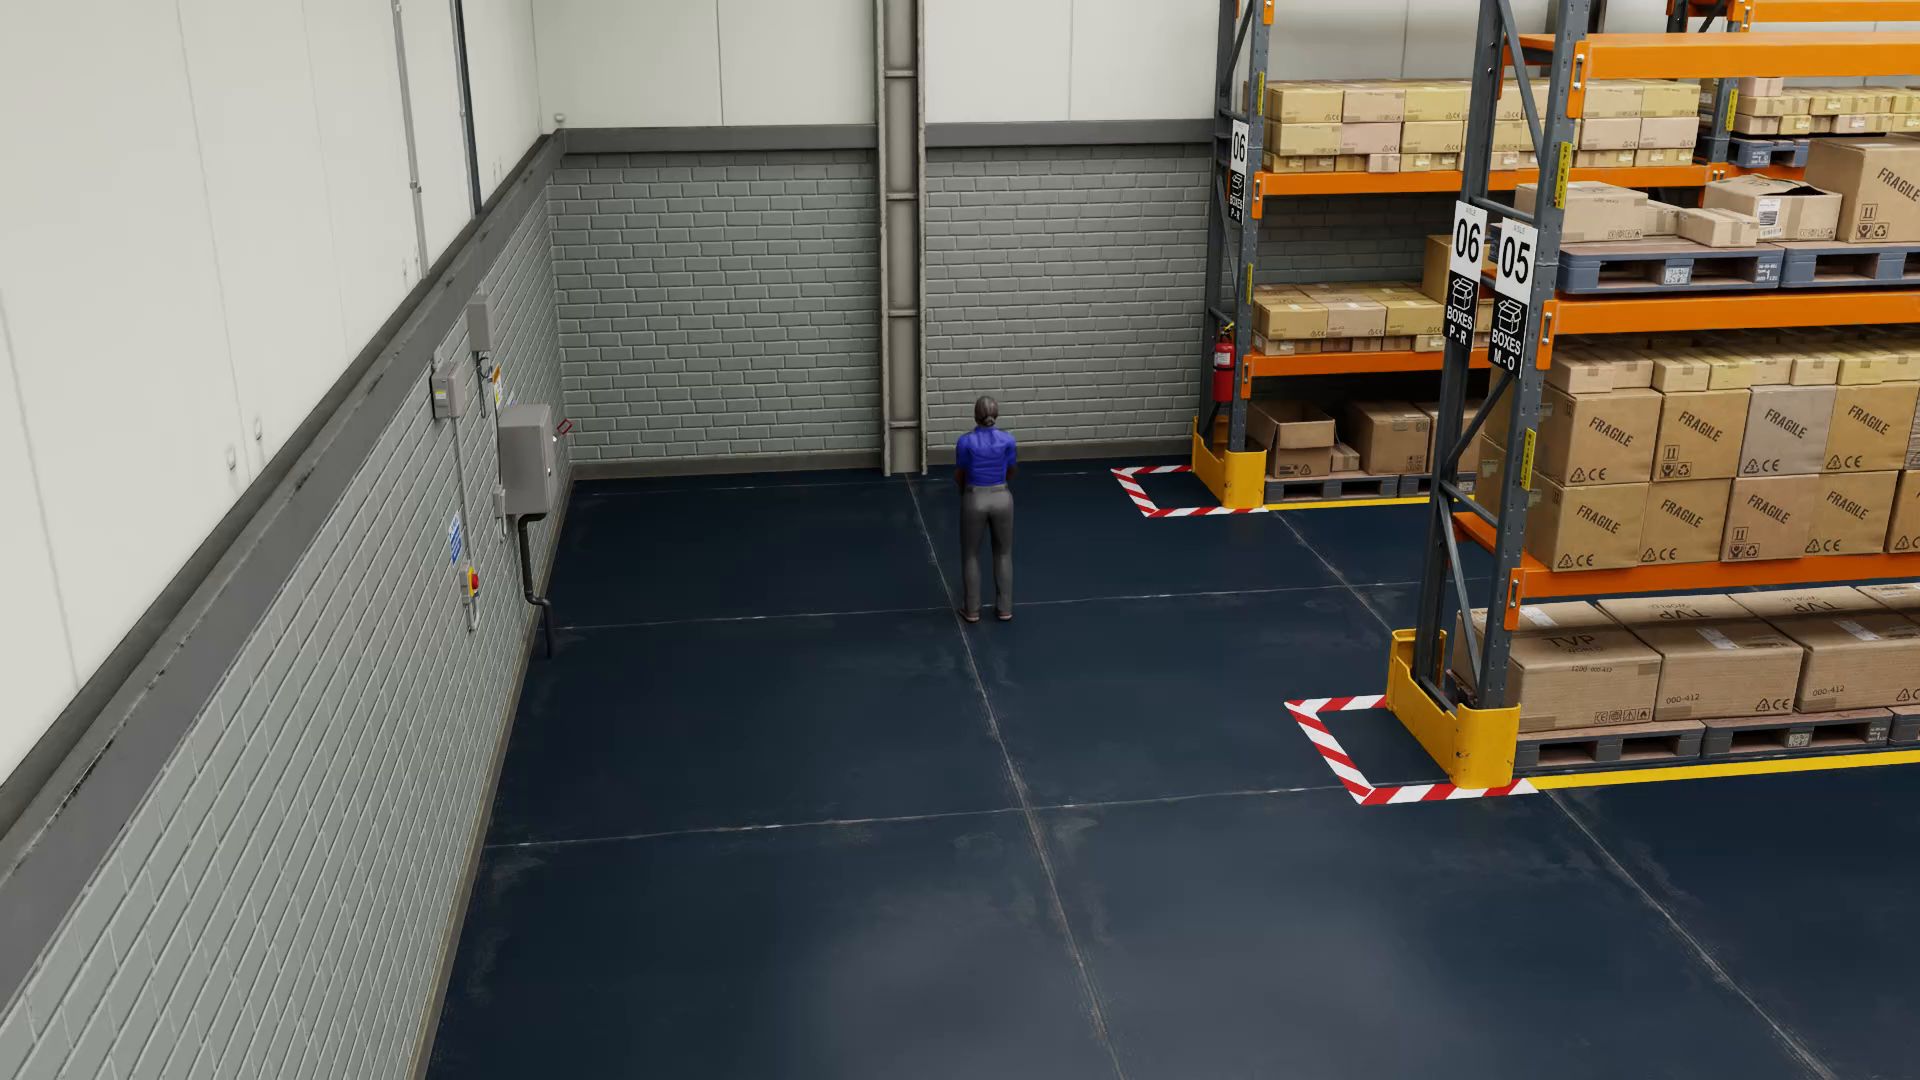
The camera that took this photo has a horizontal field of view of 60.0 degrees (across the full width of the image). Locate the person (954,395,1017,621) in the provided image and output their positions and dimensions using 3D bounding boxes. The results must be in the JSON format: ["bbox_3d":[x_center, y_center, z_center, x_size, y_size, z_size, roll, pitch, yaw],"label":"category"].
[{"bbox_3d":[0.176,-0.255,11.790,0.446,1.656,0.496,-3,20,-8],"label":"person"}]
